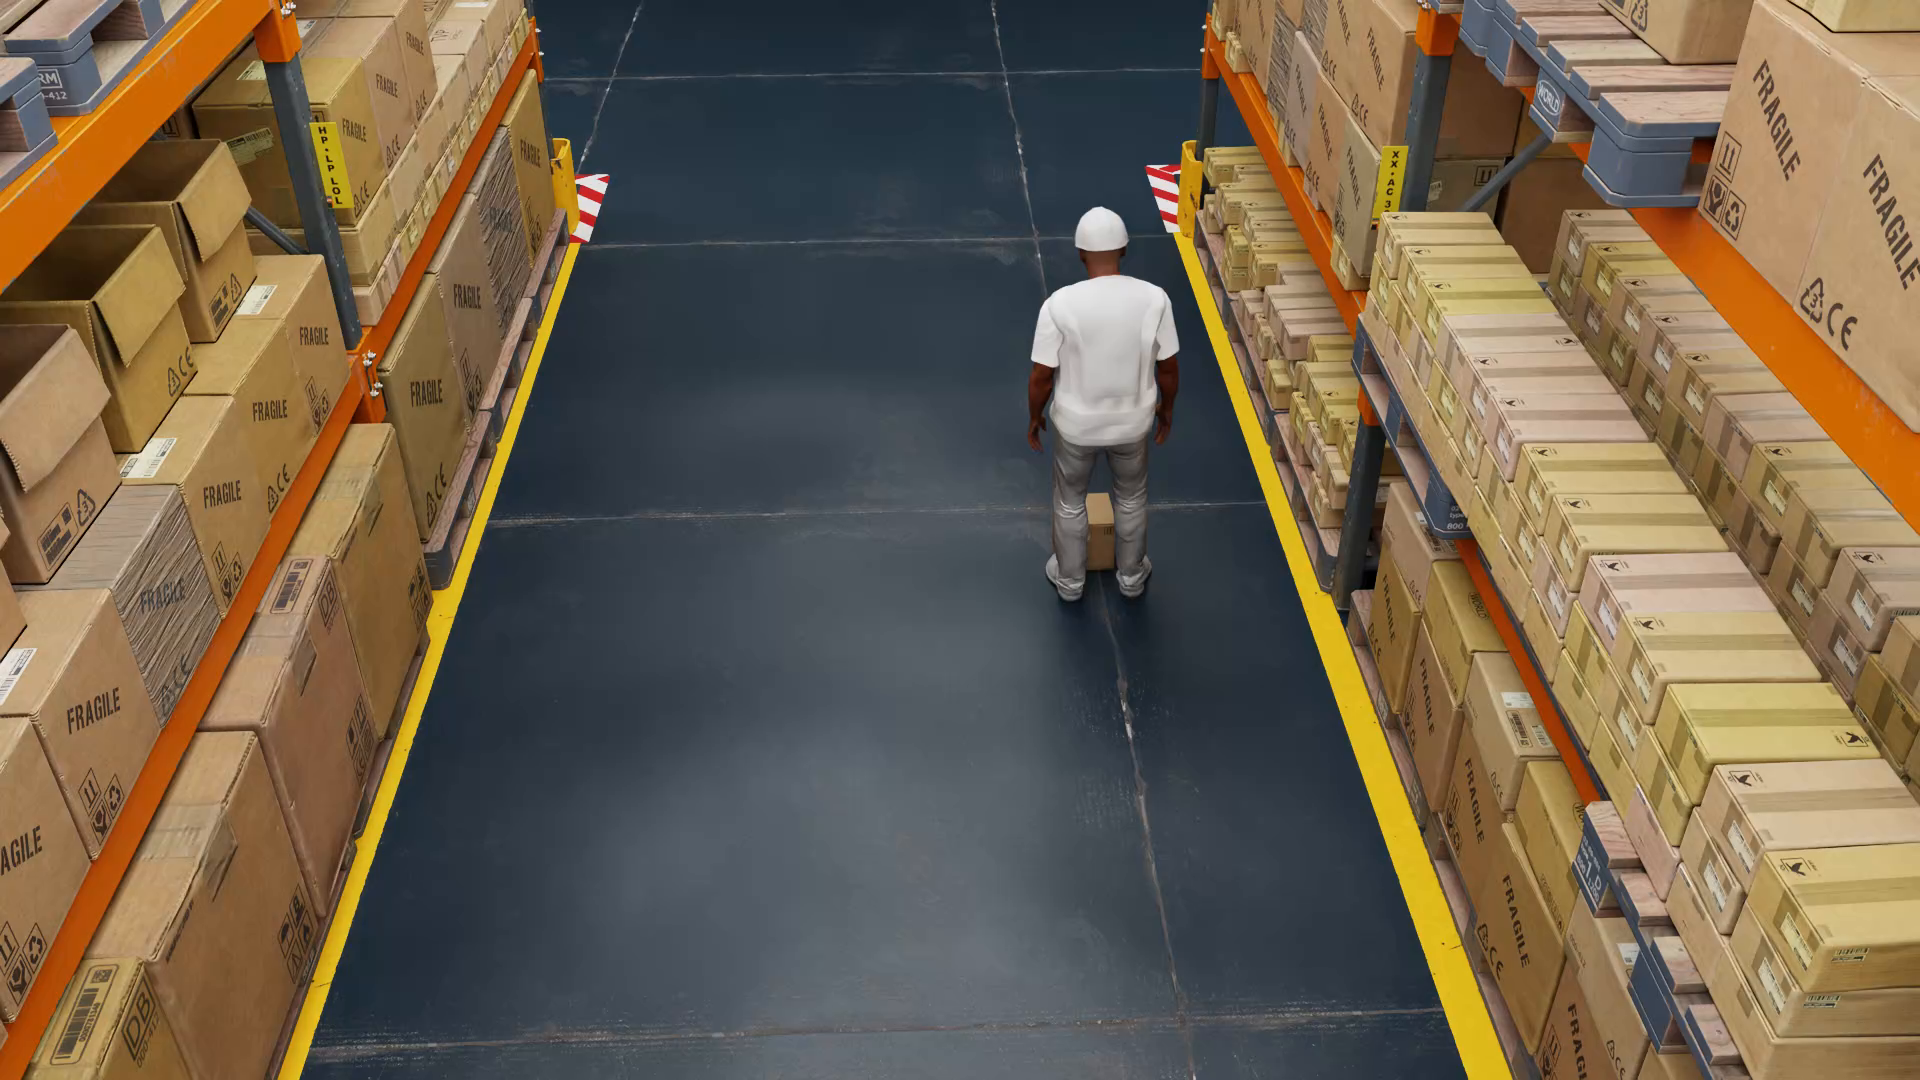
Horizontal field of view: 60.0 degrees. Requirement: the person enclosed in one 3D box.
[{"bbox_3d":[0.580,-0.523,6.876,0.621,1.759,0.461,-3,35,-4],"label":"person"}]
